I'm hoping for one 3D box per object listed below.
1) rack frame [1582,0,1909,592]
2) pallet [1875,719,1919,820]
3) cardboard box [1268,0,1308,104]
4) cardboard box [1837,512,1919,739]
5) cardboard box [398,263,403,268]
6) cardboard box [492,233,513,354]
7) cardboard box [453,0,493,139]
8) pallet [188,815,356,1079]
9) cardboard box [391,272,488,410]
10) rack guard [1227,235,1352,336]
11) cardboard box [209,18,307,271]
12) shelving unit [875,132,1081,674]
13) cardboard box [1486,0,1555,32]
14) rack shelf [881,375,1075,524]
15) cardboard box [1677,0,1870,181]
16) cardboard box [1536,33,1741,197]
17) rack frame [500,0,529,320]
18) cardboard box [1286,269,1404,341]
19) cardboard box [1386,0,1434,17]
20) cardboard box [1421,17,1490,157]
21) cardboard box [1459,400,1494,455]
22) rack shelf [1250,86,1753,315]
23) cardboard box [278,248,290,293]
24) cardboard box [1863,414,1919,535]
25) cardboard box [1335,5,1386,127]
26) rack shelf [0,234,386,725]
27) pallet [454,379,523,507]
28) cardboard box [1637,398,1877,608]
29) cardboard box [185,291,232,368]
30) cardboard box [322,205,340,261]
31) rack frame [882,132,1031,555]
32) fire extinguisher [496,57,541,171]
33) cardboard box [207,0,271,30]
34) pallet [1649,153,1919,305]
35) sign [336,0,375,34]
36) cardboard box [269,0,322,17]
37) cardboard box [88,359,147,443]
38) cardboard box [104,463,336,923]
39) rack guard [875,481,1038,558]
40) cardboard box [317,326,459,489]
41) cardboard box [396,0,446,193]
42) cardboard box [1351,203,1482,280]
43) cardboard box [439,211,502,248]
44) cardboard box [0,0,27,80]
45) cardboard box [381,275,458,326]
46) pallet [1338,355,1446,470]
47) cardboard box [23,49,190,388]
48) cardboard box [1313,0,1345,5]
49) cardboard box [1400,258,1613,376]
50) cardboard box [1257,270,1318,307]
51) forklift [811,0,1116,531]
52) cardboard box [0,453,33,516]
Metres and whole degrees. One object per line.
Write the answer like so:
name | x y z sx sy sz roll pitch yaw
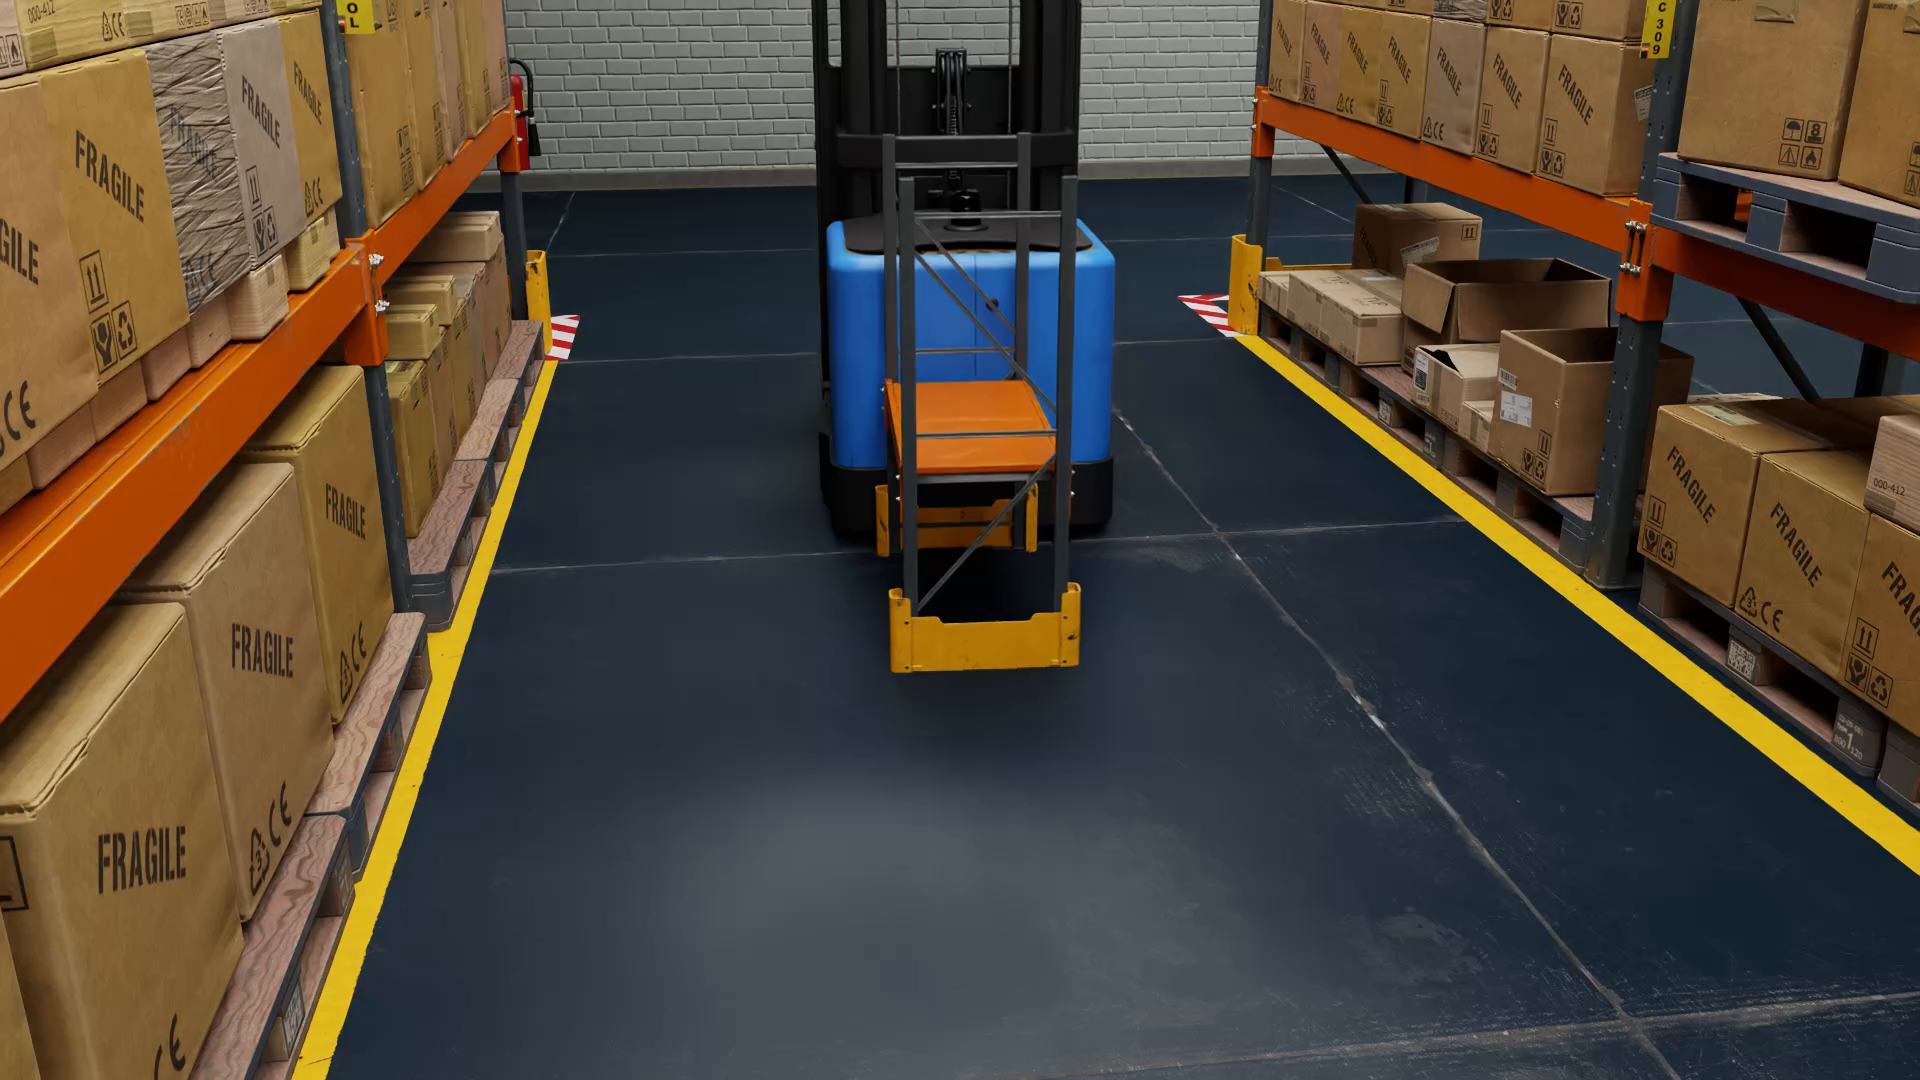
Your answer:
rack frame | 2.692 -1.272 5.334 1.000 3.000 0.127 -3 21 -8
pallet | 3.025 0.738 3.939 1.003 0.211 1.213 -3 21 -8
cardboard box | 1.918 -2.537 8.577 0.500 0.500 0.500 -2 21 -7
cardboard box | 2.673 0.231 4.256 0.500 0.500 0.500 -3 21 -7
cardboard box | -2.693 -1.269 7.372 0.380 0.149 0.250 -3 21 -7
cardboard box | -2.587 -1.194 8.098 0.700 0.500 0.500 -3 21 -8
cardboard box | -2.587 -2.119 7.173 0.980 0.700 0.700 -3 21 -8
pallet | -1.845 0.972 3.311 1.003 0.211 1.213 -3 21 -8
cardboard box | -2.441 -0.847 7.168 0.700 0.500 0.500 -4 21 -10
rack guard | 2.126 -1.459 9.409 1.175 0.500 0.348 -3 21 -8
cardboard box | -1.811 -0.893 3.723 0.500 0.500 0.500 -3 21 -7
shelving unit | 0.033 -0.488 5.378 0.587 1.500 1.083 -2 21 -5
cardboard box | 2.286 -2.126 6.050 0.500 0.500 0.500 -3 21 -9
rack shelf | 0.033 -0.316 5.433 0.538 0.185 1.000 -2 21 -5
cardboard box | 2.538 -1.340 4.774 0.700 0.500 0.500 -10 23 -26
cardboard box | 2.366 -1.479 5.745 0.500 0.500 0.500 -3 21 -7
rack frame | -2.786 -2.405 8.370 1.000 3.000 0.127 -3 21 -8
cardboard box | 1.985 -1.199 8.440 0.500 0.250 0.500 -3 21 -8
cardboard box | 2.142 -2.475 6.984 0.500 0.500 0.500 -3 21 -8
cardboard box | 2.214 -1.835 6.699 0.500 0.500 0.500 -2 21 -7
cardboard box | 2.215 -0.452 6.585 0.380 0.149 0.250 -3 21 -8
rack shelf | 2.403 -1.627 7.314 1.077 0.370 4.000 -3 21 -8
cardboard box | -1.829 -0.631 3.950 0.380 0.149 0.250 -2 21 -6
cardboard box | 2.664 -0.132 4.155 0.500 0.250 0.500 -3 21 -8
cardboard box | 2.067 -2.184 7.634 0.500 0.500 0.500 -3 21 -8
rack shelf | -1.922 0.009 2.933 1.077 0.370 4.000 -3 21 -8
pallet | -2.421 -0.405 6.998 1.003 0.211 1.213 -3 21 -8
cardboard box | 2.520 -0.127 5.213 0.500 0.500 0.500 -4 21 -10
cardboard box | -1.763 -0.455 3.477 0.380 0.149 0.250 -3 21 -8
cardboard box | -1.881 -0.809 4.427 0.380 0.149 0.250 -3 21 -7
rack frame | -0.012 -0.662 5.844 0.500 1.500 0.032 -2 21 -5
fire extinguisher | -2.352 -2.270 8.650 0.296 0.674 0.183 -3 21 -8
cardboard box | -1.825 -1.241 3.584 0.500 0.250 0.500 -2 21 -7
pallet | 2.699 -0.900 4.612 1.003 0.211 1.213 -3 21 -8
sign | -1.674 -1.557 4.555 0.100 0.325 0.005 -3 21 -8
cardboard box | -1.889 -1.419 4.059 0.500 0.250 0.500 -2 21 -6
cardboard box | -1.714 -0.275 2.995 0.380 0.149 0.250 -2 21 -6
cardboard box | -1.856 0.316 3.556 0.750 0.750 0.750 -2 21 -6
rack guard | -0.012 -0.076 6.062 0.587 0.250 0.087 -2 21 -5
cardboard box | -2.285 -0.484 6.199 0.700 0.500 0.500 -3 21 -8
cardboard box | -2.372 -1.603 5.791 0.980 0.700 0.700 -3 21 -9
cardboard box | 2.437 -1.516 8.932 0.500 0.500 0.500 -3 21 -8
cardboard box | -2.388 -1.462 7.890 0.380 0.149 0.250 -3 21 -8
cardboard box | -1.598 -0.712 2.166 0.500 0.250 0.500 -3 21 -7
cardboard box | -2.160 -0.923 6.445 0.380 0.149 0.250 -4 21 -9
pallet | 2.414 -0.626 7.592 1.003 0.211 1.213 -3 21 -8
cardboard box | -1.670 -0.546 2.794 0.500 0.500 0.500 -2 21 -6
cardboard box | 2.001 -2.824 7.919 0.500 0.500 0.500 -3 21 -7
cardboard box | 2.416 -0.959 7.435 0.797 0.503 0.637 -3 21 -8
cardboard box | 1.835 -1.365 9.029 0.380 0.149 0.250 -3 21 -8
forklift | -0.077 -1.877 7.054 1.130 2.935 3.031 -2 21 -5
cardboard box | -1.665 -0.097 2.519 0.380 0.149 0.250 -3 21 -7
